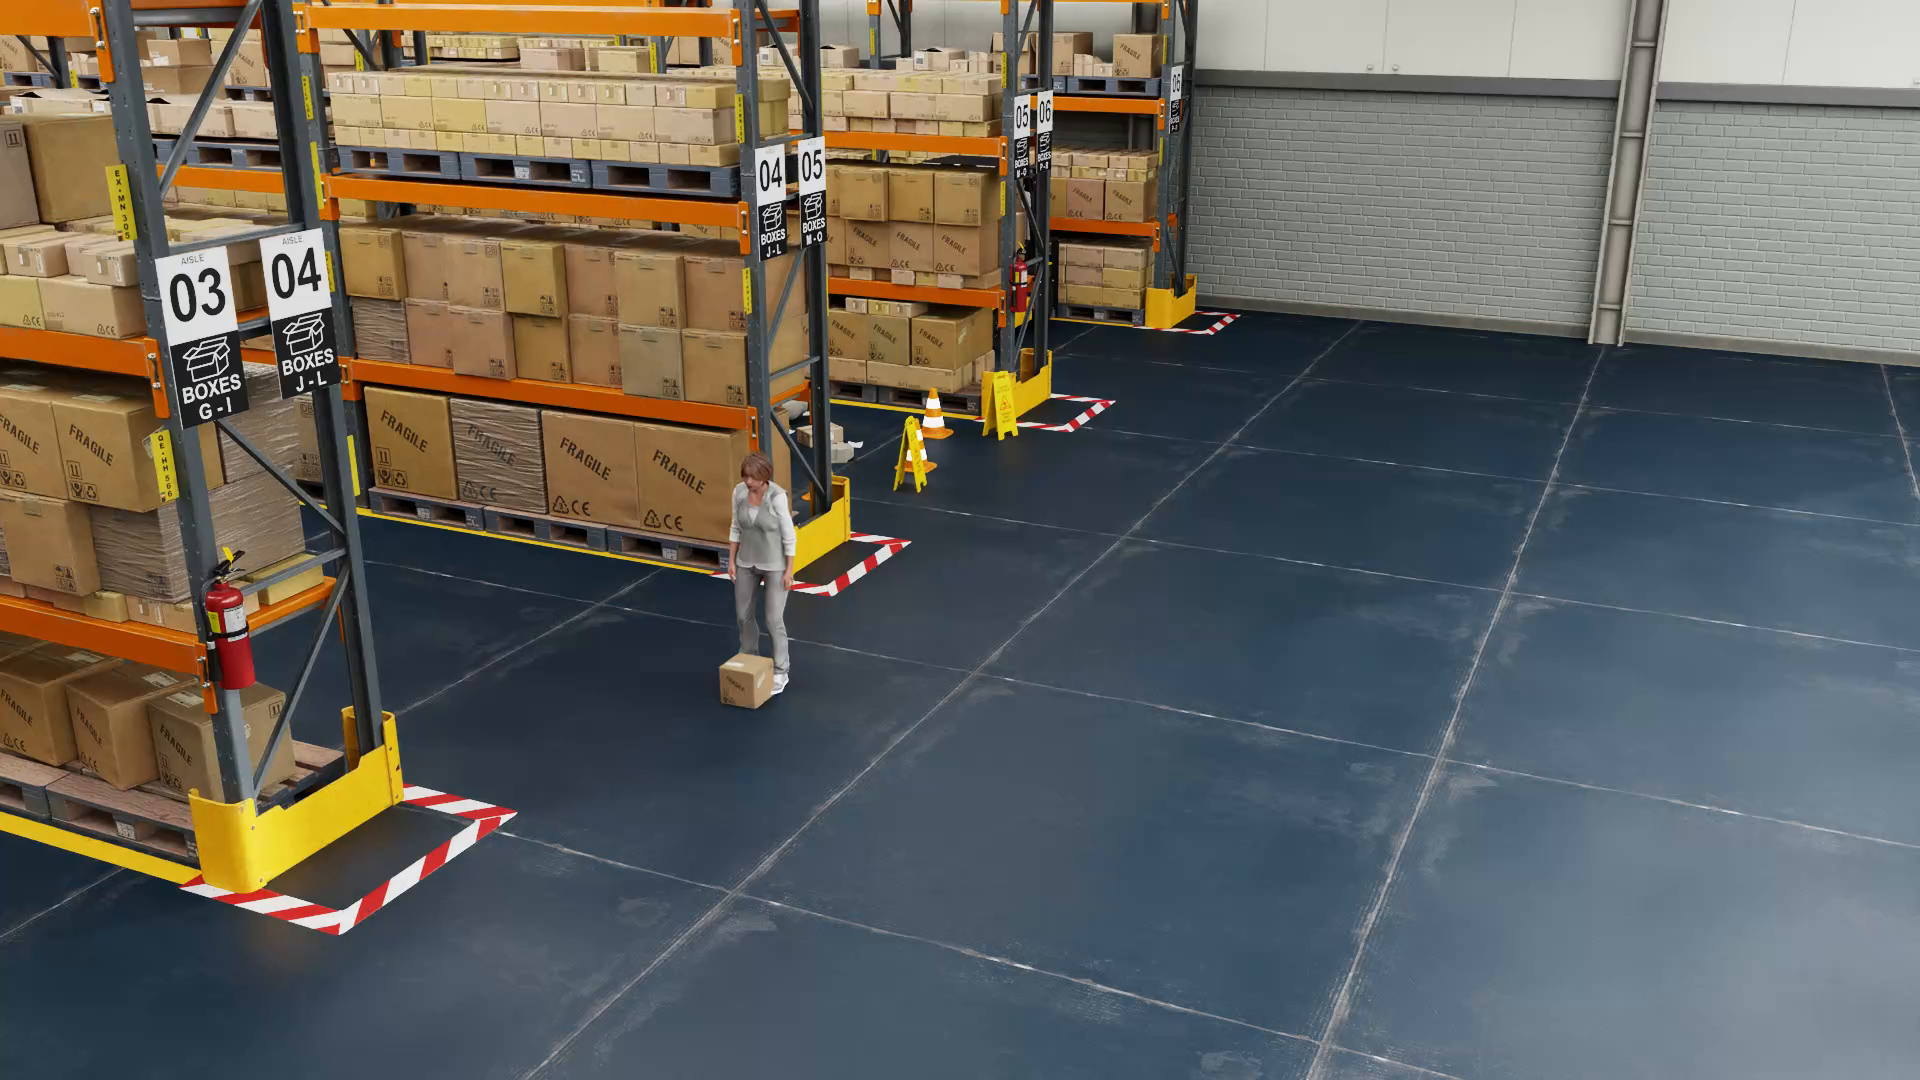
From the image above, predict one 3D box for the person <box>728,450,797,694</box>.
[{"bbox_3d":[-1.261,0.187,10.554,0.474,1.592,0.347,7,21,20],"label":"person"}]
